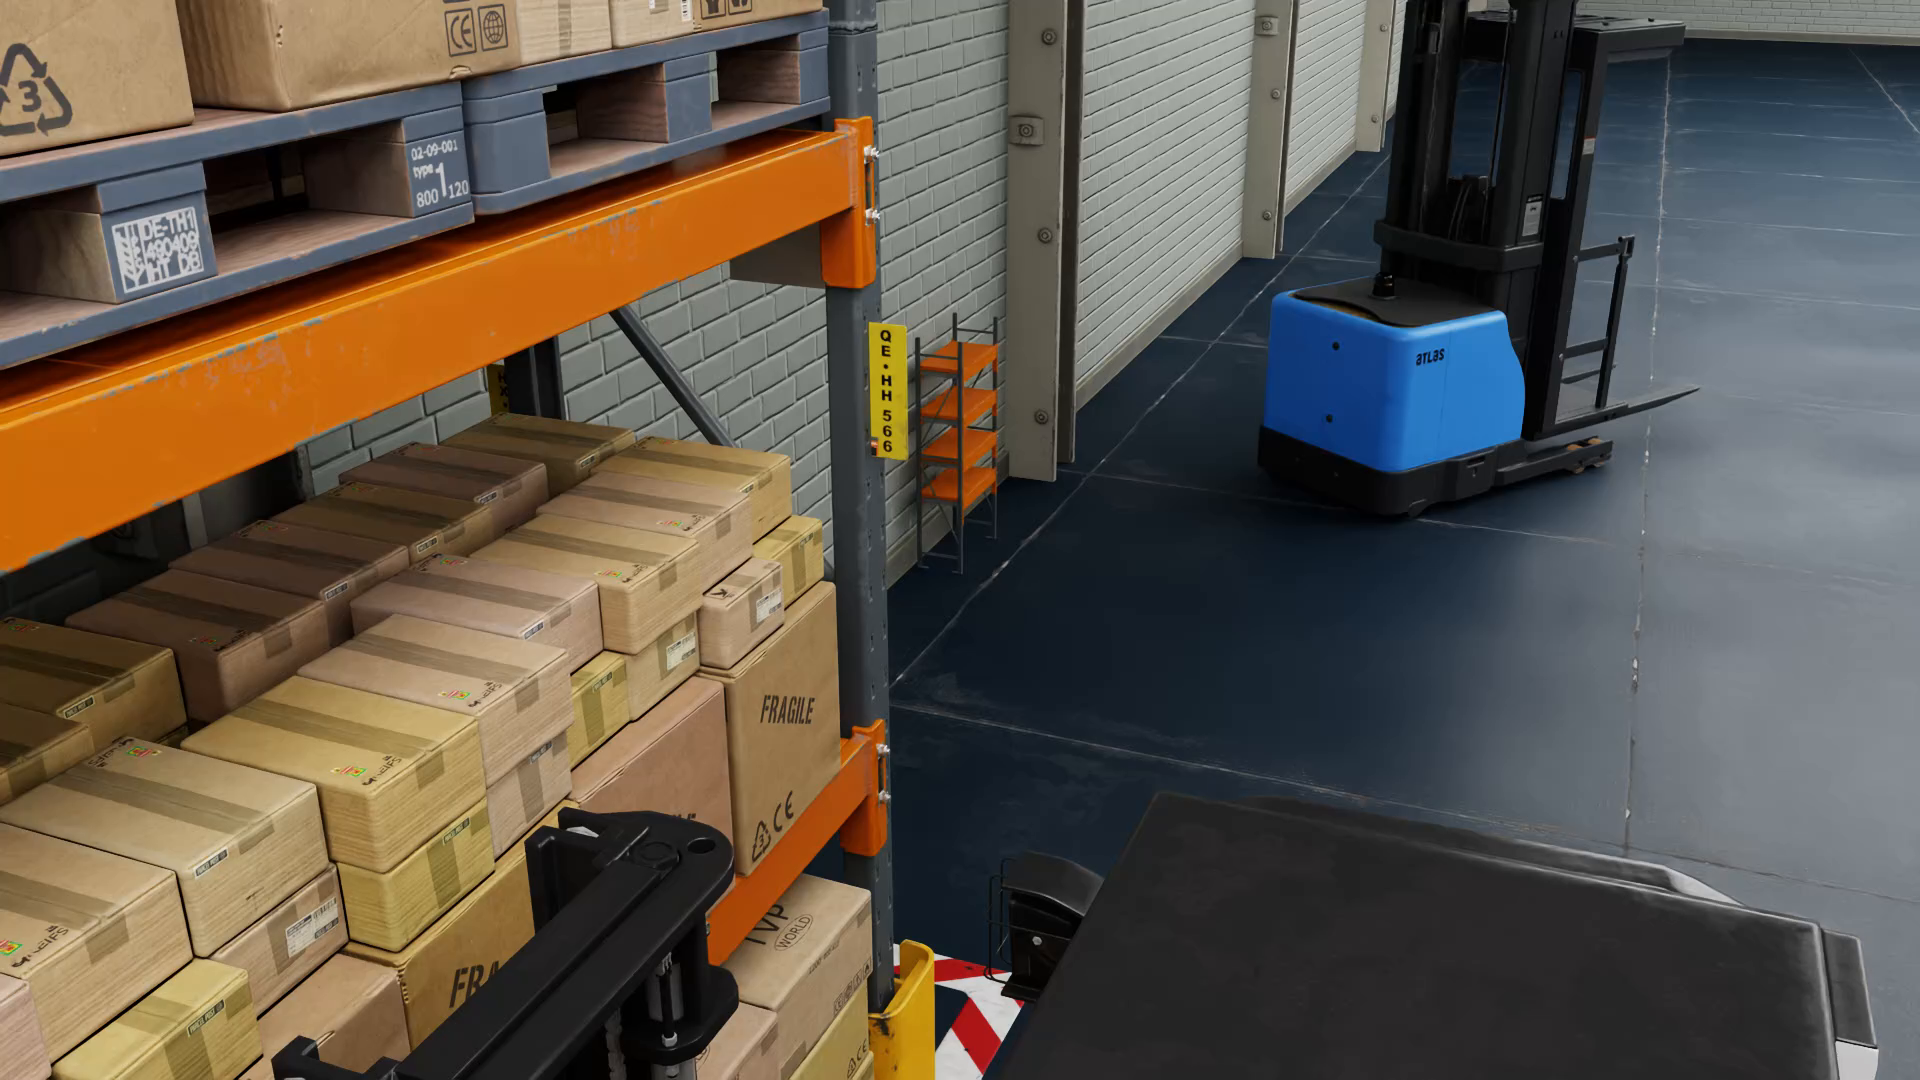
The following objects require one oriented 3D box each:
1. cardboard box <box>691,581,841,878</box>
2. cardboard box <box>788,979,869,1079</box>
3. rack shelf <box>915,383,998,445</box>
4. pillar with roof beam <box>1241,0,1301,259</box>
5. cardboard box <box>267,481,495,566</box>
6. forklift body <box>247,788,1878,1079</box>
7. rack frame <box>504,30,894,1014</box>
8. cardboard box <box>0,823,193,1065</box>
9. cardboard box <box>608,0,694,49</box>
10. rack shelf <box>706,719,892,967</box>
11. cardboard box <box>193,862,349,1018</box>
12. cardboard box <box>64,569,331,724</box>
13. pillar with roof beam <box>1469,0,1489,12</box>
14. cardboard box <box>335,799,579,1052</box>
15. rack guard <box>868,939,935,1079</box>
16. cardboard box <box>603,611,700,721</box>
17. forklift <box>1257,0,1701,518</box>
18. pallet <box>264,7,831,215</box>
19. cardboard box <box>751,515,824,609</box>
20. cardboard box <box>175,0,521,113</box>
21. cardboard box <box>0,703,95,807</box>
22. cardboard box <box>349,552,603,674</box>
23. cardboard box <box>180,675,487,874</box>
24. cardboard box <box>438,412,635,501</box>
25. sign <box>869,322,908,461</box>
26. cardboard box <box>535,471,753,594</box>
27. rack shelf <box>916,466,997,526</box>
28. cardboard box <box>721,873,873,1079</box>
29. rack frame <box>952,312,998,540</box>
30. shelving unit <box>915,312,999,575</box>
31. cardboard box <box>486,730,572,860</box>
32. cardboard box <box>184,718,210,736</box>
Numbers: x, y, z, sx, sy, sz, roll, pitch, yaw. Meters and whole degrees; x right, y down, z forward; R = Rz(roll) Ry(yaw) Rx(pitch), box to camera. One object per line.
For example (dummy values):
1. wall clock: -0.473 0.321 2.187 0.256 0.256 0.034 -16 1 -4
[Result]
1. cardboard box: -0.607 0.384 3.809 0.500 0.500 0.500 8 24 19
2. cardboard box: -0.559 1.280 4.169 0.500 0.250 0.500 8 24 19
3. rack shelf: -0.012 -0.632 8.300 0.258 0.148 0.480 9 24 20
4. pillar with roof beam: 6.691 -6.110 11.701 9.100 9.000 0.400 9 24 20
5. cardboard box: -1.205 0.009 3.480 0.380 0.149 0.250 9 24 21
6. forklift body: 0.321 1.548 2.254 2.313 2.155 1.214 9 24 20
7. rack frame: -0.668 0.216 4.340 1.000 3.000 0.127 9 24 20
8. cardboard box: -1.279 0.529 2.233 0.380 0.149 0.250 9 24 20
9. cardboard box: -0.694 -0.952 2.896 0.380 0.149 0.250 8 24 19
10. rack shelf: -1.411 1.264 2.765 1.077 0.370 4.000 9 24 20
11. cardboard box: -1.167 0.574 2.512 0.380 0.149 0.250 9 24 20
12. cardboard box: -1.385 0.193 3.039 0.380 0.149 0.250 10 25 22
13. pillar with roof beam: 13.377 -12.551 27.122 9.100 9.000 0.400 9 24 20
14. cardboard box: -0.998 0.752 2.929 0.500 0.500 0.500 8 24 19
15. rack guard: -0.659 1.361 4.842 1.175 0.500 0.348 9 24 20
16. cardboard box: -0.757 0.215 3.372 0.380 0.149 0.250 9 24 21
17. forklift: 3.228 -1.894 9.482 3.031 2.935 1.130 -14 27 -31
18. pallet: -0.955 -0.878 3.182 1.003 0.211 1.213 9 24 20
19. cardboard box: -0.537 0.035 3.803 0.380 0.149 0.250 9 24 21
20. cardboard box: -1.079 -0.908 2.336 0.700 0.500 0.500 9 24 20
21. cardboard box: -1.592 0.373 2.609 0.380 0.149 0.250 9 24 20
22. cardboard box: -0.902 0.161 3.116 0.380 0.149 0.250 9 24 20
23. cardboard box: -0.986 0.363 2.631 0.380 0.149 0.250 9 24 21
24. cardboard box: -0.991 -0.177 3.924 0.380 0.149 0.250 8 24 19
25. sign: -0.169 -0.344 3.873 0.100 0.325 0.005 9 24 20
26. cardboard box: -0.668 -0.015 3.537 0.380 0.149 0.250 9 24 20
27. rack shelf: -0.013 -0.242 8.463 0.258 0.148 0.480 9 24 20
28. cardboard box: -0.549 1.040 4.095 0.500 0.250 0.500 10 25 22
29. rack frame: 0.076 -0.575 8.570 0.240 1.200 0.015 9 24 20
30. shelving unit: -0.013 -0.488 8.360 0.258 1.200 0.503 9 24 20
31. cardboard box: -0.915 0.404 2.919 0.380 0.149 0.250 8 24 18
32. cardboard box: -1.482 0.309 3.148 0.380 0.149 0.250 9 24 21
